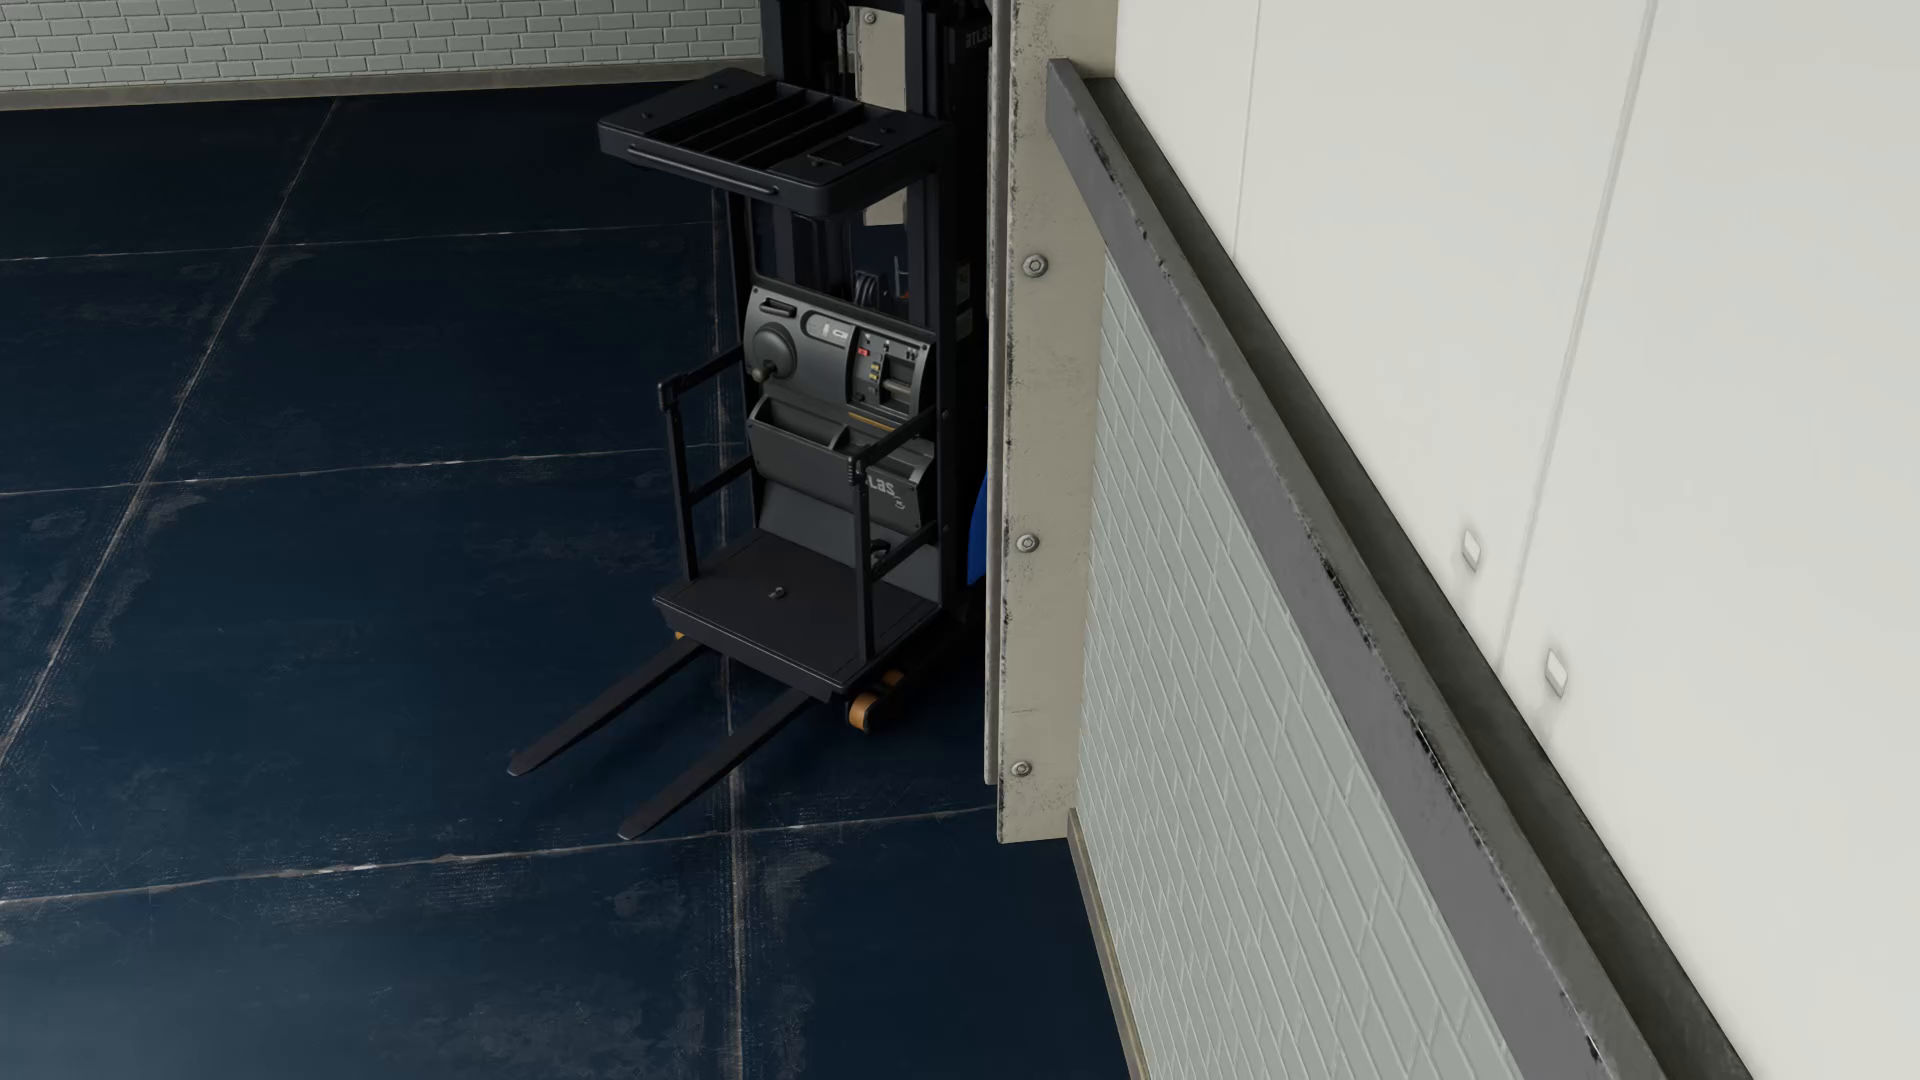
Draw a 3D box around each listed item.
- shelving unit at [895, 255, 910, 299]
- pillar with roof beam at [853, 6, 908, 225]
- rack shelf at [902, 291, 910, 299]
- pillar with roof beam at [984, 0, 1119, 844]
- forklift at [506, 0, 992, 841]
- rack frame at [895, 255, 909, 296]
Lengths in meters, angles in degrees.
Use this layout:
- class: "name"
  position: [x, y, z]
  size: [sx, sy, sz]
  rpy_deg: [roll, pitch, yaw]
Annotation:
- class: "shelving unit"
  position: [-0.152, -0.915, 8.517]
  size: [0.258, 1.200, 0.189]
  rpy_deg: [15, 37, 25]
- class: "pillar with roof beam"
  position: [-4.795, -5.675, 8.587]
  size: [9.100, 9.000, 0.400]
  rpy_deg: [-4, 35, -6]
- class: "rack shelf"
  position: [-0.161, -1.180, 8.346]
  size: [0.258, 0.103, 0.180]
  rpy_deg: [15, 37, 25]
- class: "pillar with roof beam"
  position: [-3.988, -2.327, 3.674]
  size: [9.100, 9.000, 0.400]
  rpy_deg: [-4, 35, -6]
- class: "forklift"
  position: [-0.635, -0.708, 6.687]
  size: [1.130, 2.935, 3.031]
  rpy_deg: [22, 40, 29]
- class: "rack frame"
  position: [-0.196, -0.870, 8.451]
  size: [0.240, 1.200, 0.006]
  rpy_deg: [15, 37, 25]
